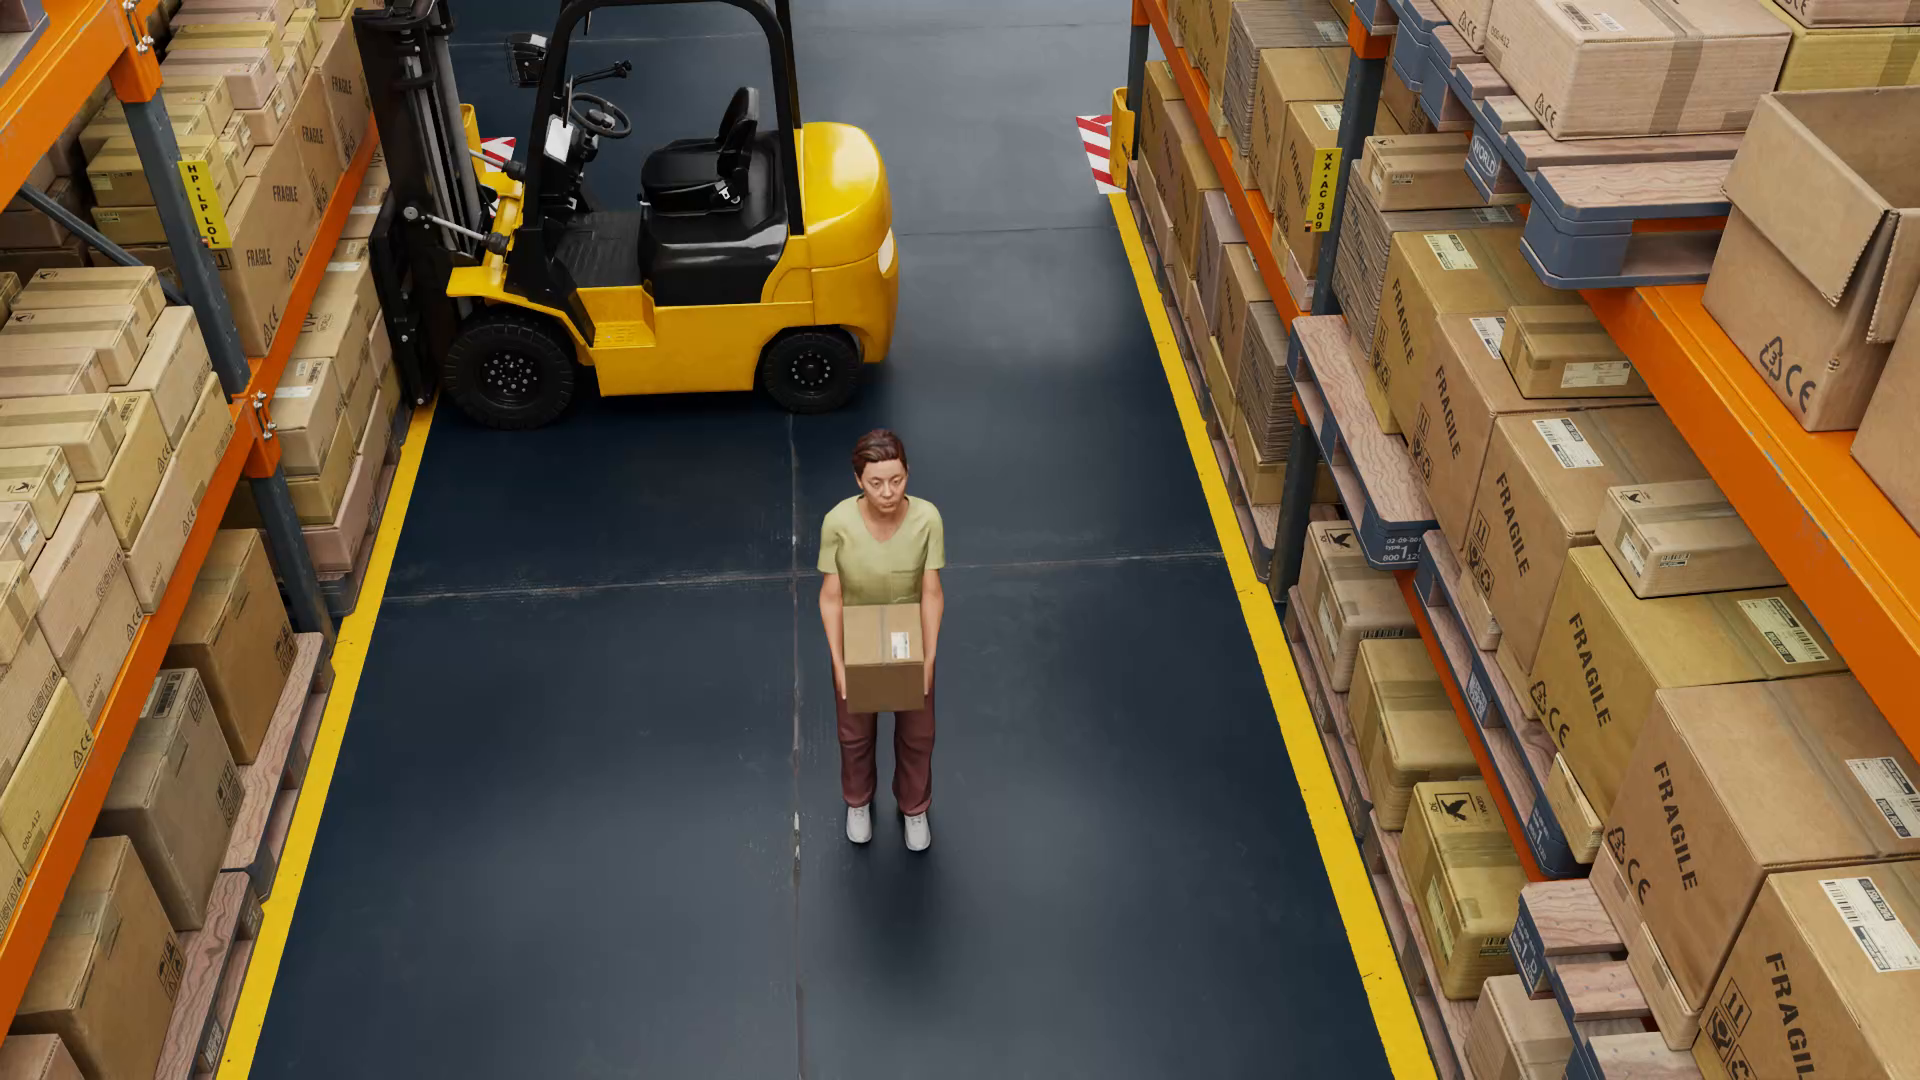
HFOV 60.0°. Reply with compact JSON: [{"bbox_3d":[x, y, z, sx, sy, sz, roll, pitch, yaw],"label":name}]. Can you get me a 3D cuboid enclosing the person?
[{"bbox_3d":[-0.256,0.400,5.677,0.425,1.662,0.554,-2,39,-3],"label":"person"}]
